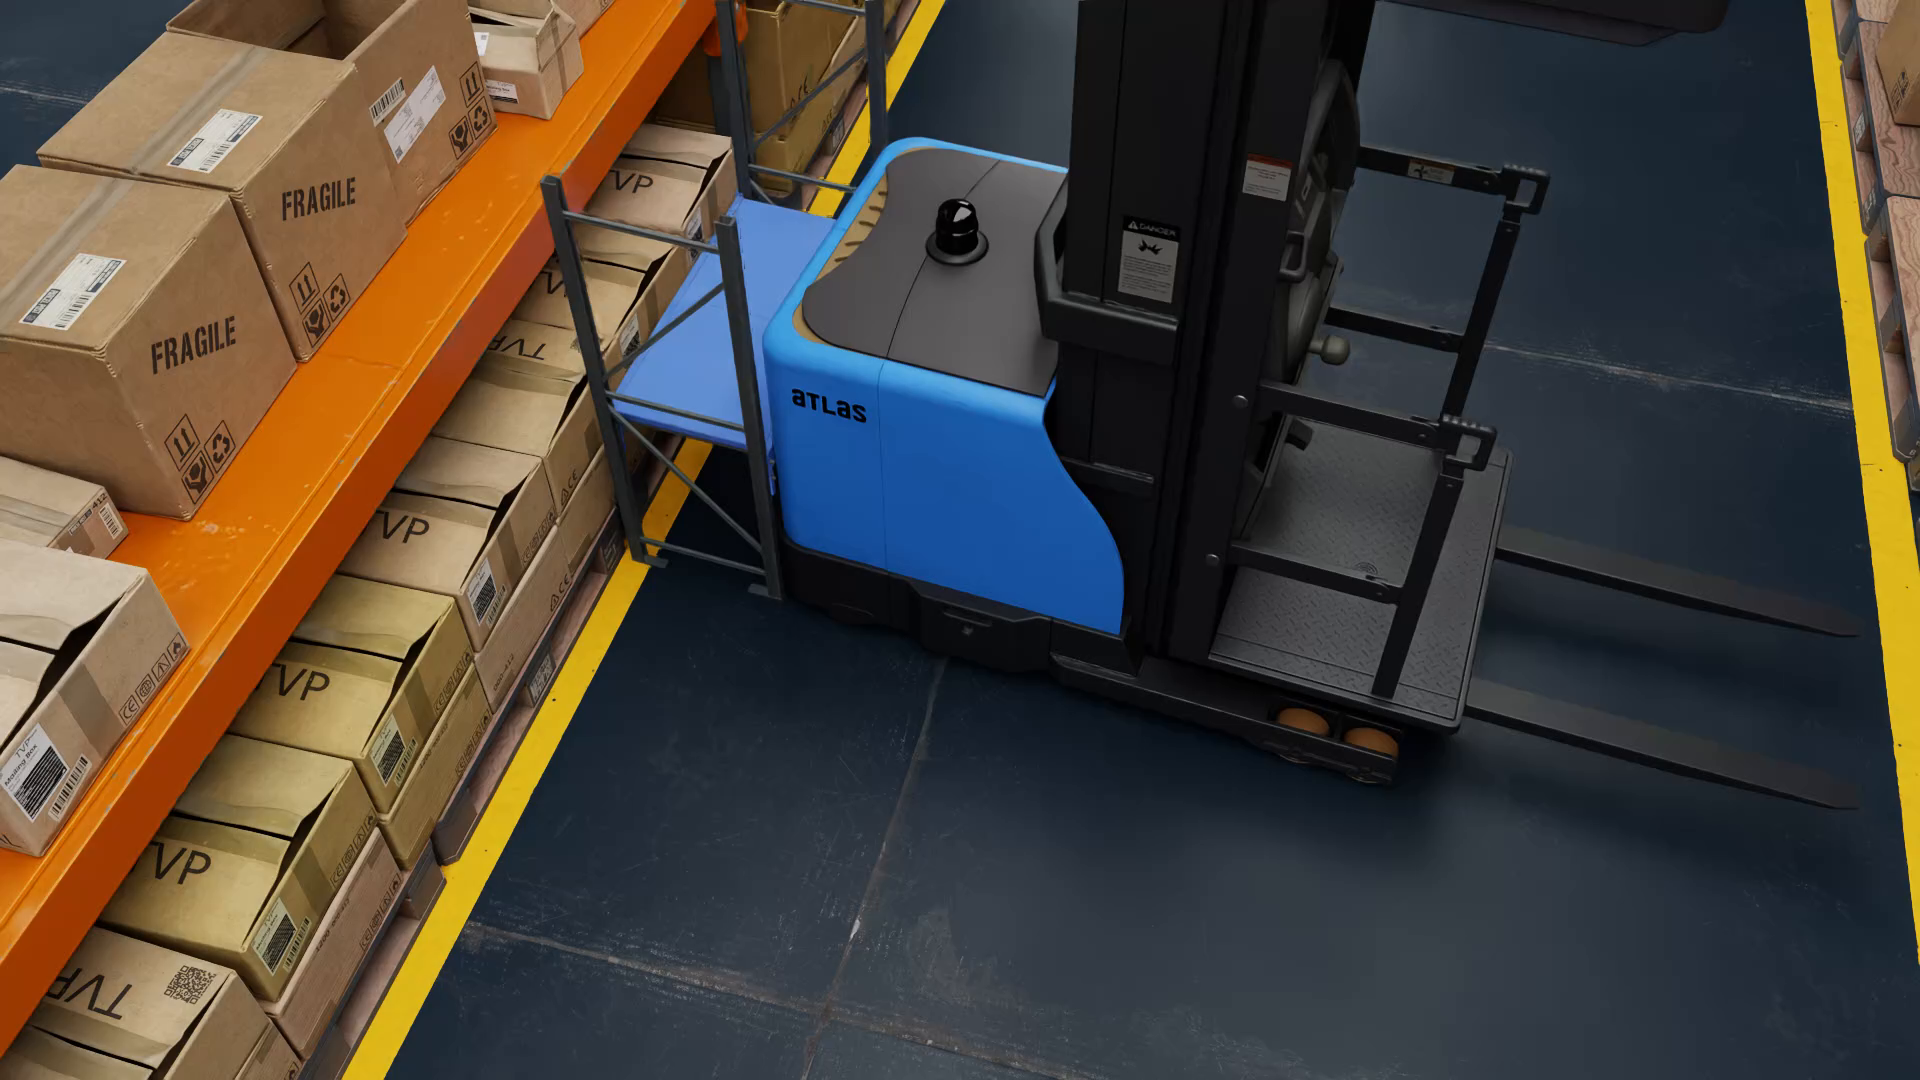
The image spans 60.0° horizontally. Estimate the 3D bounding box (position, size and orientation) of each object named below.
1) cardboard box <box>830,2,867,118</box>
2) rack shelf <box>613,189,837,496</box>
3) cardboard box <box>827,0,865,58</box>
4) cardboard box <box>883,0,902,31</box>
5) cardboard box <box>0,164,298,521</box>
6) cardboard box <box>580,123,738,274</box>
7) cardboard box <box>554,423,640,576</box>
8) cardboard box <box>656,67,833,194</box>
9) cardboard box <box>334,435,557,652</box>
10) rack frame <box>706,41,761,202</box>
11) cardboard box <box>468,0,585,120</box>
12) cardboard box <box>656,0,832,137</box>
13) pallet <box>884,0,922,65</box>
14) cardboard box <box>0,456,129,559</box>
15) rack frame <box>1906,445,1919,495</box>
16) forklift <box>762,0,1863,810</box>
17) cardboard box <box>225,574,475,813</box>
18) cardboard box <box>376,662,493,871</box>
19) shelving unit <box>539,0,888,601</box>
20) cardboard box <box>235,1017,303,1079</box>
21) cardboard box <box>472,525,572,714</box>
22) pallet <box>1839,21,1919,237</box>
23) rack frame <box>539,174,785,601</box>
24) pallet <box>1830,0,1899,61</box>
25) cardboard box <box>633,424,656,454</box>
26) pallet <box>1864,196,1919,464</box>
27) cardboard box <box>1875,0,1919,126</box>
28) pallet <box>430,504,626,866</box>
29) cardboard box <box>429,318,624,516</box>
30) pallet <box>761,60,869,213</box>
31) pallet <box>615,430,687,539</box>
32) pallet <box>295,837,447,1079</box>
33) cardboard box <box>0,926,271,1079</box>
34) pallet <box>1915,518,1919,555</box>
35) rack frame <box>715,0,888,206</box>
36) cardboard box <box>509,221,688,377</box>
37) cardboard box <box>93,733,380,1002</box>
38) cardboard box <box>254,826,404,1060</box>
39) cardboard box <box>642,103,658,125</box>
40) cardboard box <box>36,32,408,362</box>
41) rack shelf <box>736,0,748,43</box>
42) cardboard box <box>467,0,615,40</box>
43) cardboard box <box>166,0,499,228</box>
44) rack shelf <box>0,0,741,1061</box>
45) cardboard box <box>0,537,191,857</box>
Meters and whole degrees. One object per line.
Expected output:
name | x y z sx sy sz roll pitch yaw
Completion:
cardboard box | -0.655 -1.932 6.508 0.500 0.250 0.500 12 50 10
rack shelf | -0.616 -0.617 4.989 0.538 0.185 1.000 15 53 11
cardboard box | -0.658 -2.181 6.228 0.500 0.500 0.500 12 50 10
cardboard box | -0.518 -2.293 6.827 0.500 0.250 0.500 12 50 10
cardboard box | -1.833 -0.423 3.556 0.500 0.500 0.500 9 49 8
cardboard box | -1.036 -1.132 5.428 0.500 0.311 0.500 12 50 10
cardboard box | -1.305 -0.203 4.982 0.500 0.250 0.500 13 50 11
cardboard box | -0.791 -1.571 6.190 0.500 0.250 0.500 12 50 10
cardboard box | -1.436 -0.031 4.456 0.500 0.311 0.500 11 49 10
rack frame | -1.206 -2.067 5.073 1.000 3.000 0.127 12 50 10
cardboard box | -1.260 -1.350 4.530 0.396 0.266 0.258 10 49 9
cardboard box | -0.782 -1.817 5.907 0.500 0.500 0.500 12 50 10
pallet | -0.637 -2.596 7.400 1.003 0.211 1.213 12 50 10
cardboard box | -1.977 -0.024 3.438 0.380 0.149 0.250 15 50 13
rack frame | 3.574 -1.092 4.213 1.000 3.000 0.127 12 50 10
forklift | 1.041 -0.744 3.952 3.031 2.935 1.130 15 50 13
cardboard box | -1.571 0.341 4.128 0.500 0.311 0.500 10 49 9
cardboard box | -1.575 0.536 4.330 0.500 0.250 0.500 10 49 9
shelving unit | -0.615 -0.728 4.848 0.538 1.500 1.048 15 53 11
cardboard box | -1.838 1.277 3.676 0.500 0.250 0.500 11 50 10
cardboard box | -1.440 0.165 4.658 0.500 0.250 0.500 12 50 11
pallet | 4.036 -1.547 6.475 1.003 0.211 1.213 12 50 10
rack frame | -0.774 -0.348 4.549 0.500 1.500 0.032 15 53 11
pallet | 4.359 -2.427 7.251 1.003 0.211 1.213 12 50 10
cardboard box | -1.170 -0.573 5.309 0.500 0.250 0.500 11 49 9
pallet | 3.717 -0.662 5.693 1.003 0.211 1.213 12 50 10
cardboard box | 3.967 -1.888 6.289 0.700 0.500 0.500 9 49 8
pallet | -1.681 0.282 4.860 1.003 0.211 1.213 12 50 10
cardboard box | -1.300 -0.394 4.777 0.500 0.311 0.500 11 50 10
pallet | -0.956 -1.711 6.619 1.003 0.211 1.213 12 50 10
pallet | -1.362 -0.603 5.642 1.003 0.211 1.213 12 50 10
pallet | -2.004 1.162 4.084 1.003 0.211 1.213 12 50 10
cardboard box | -1.838 1.091 3.466 0.500 0.311 0.500 13 50 11
pallet | 3.371 0.394 4.761 1.003 0.211 1.213 12 50 10
rack frame | -0.457 -1.108 5.146 0.500 1.500 0.032 15 53 11
cardboard box | -1.167 -0.754 5.095 0.500 0.311 0.500 13 50 11
cardboard box | -1.707 0.710 3.803 0.500 0.311 0.500 10 49 9
cardboard box | -1.706 0.913 3.997 0.500 0.250 0.500 10 49 9
cardboard box | -1.295 -1.674 6.281 0.500 0.250 0.500 12 50 10
cardboard box | -1.694 -0.804 3.892 0.500 0.500 0.500 12 50 10
rack shelf | -0.680 -3.275 6.620 1.077 0.370 4.000 12 50 10
cardboard box | -1.293 -1.652 4.808 0.500 0.250 0.500 14 50 12
cardboard box | -1.562 -1.166 4.212 0.500 0.500 0.500 15 50 13
rack shelf | -1.732 -0.382 4.066 1.077 0.370 4.000 12 50 10
cardboard box | -1.836 0.247 3.090 0.500 0.311 0.500 11 49 10
